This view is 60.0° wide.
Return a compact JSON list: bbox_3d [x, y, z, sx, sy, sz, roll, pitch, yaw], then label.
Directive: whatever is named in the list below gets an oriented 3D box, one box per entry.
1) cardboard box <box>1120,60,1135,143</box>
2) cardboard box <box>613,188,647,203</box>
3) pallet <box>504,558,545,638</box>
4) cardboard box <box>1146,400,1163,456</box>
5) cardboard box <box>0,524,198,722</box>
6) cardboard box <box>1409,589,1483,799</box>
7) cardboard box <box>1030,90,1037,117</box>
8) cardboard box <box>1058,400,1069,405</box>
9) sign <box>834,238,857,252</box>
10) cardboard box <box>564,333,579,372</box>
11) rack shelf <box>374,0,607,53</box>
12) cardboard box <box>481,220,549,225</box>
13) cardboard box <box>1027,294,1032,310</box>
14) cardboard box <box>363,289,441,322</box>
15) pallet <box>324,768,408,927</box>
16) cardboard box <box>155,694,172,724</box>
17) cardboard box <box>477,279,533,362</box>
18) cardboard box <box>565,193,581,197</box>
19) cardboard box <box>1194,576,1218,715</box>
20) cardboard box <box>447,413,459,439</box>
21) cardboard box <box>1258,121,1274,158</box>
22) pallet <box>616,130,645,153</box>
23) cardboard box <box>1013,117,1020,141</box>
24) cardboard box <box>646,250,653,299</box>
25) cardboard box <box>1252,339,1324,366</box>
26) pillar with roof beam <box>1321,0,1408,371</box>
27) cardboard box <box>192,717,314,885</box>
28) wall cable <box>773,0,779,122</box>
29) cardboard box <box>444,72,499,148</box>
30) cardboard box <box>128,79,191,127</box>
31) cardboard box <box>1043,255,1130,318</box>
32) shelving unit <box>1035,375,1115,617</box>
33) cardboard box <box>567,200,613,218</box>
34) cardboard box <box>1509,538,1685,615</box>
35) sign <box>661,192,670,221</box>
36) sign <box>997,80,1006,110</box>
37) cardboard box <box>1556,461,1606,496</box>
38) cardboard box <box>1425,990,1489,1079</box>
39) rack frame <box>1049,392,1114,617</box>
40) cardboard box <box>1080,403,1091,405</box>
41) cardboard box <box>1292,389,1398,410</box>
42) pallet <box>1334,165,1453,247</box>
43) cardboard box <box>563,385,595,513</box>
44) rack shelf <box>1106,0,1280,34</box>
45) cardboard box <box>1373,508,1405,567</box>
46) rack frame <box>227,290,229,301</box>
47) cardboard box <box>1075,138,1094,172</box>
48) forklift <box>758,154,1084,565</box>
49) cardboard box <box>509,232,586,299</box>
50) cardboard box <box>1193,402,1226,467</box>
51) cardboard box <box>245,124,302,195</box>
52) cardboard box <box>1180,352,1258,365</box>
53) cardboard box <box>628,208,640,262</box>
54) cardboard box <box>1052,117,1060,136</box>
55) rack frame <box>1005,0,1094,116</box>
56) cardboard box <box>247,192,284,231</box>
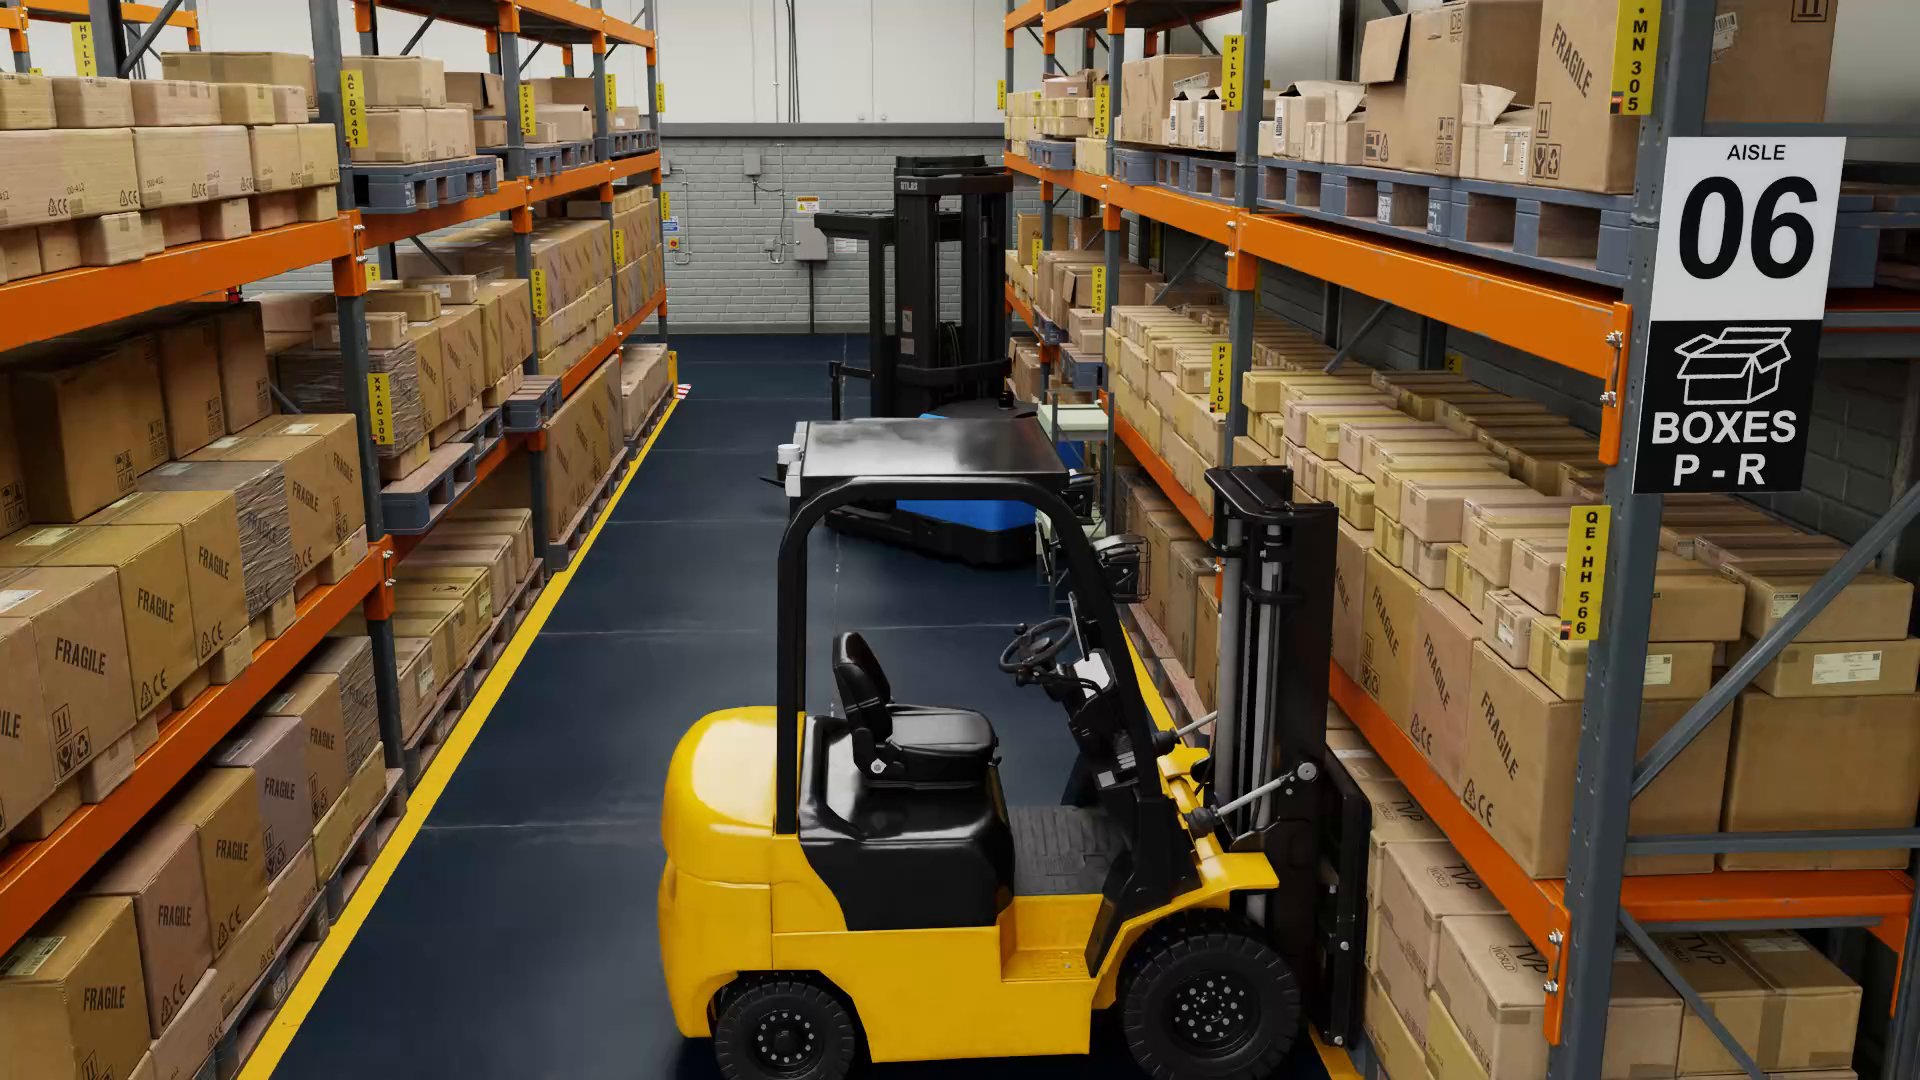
[{"bbox_3d":[1.318,-2.809,10.662,0.500,0.500,0.500,-1,14,-3],"label":"cardboard box"},{"bbox_3d":[-3.597,-3.724,17.972,0.380,0.149,0.250,-1,14,-2],"label":"cardboard box"},{"bbox_3d":[-3.391,0.382,11.118,1.003,0.211,1.213,-1,14,-3],"label":"pallet"},{"bbox_3d":[1.396,-0.671,9.917,0.500,0.250,0.500,0,14,-2],"label":"cardboard box"},{"bbox_3d":[-2.762,0.257,5.211,0.500,0.500,0.500,-1,14,-5],"label":"cardboard box"},{"bbox_3d":[1.697,0.453,5.044,0.500,0.500,0.500,0,14,-2],"label":"cardboard box"},{"bbox_3d":[0.957,-4.249,16.203,0.500,0.250,0.500,-1,14,-4],"label":"cardboard box"},{"bbox_3d":[1.117,-0.972,14.958,0.500,0.500,0.500,-1,14,-4],"label":"cardboard box"},{"bbox_3d":[-1.720,-4.564,24.934,0.329,0.494,0.001,-1,14,-3],"label":"sign"},{"bbox_3d":[-3.293,-1.474,13.036,0.500,0.250,0.500,0,14,-2],"label":"cardboard box"},{"bbox_3d":[-3.561,-4.024,12.851,1.077,0.370,4.000,-1,14,-3],"label":"rack shelf"},{"bbox_3d":[-3.945,-2.576,14.813,0.500,0.500,0.500,-1,14,-3],"label":"cardboard box"},{"bbox_3d":[0.886,-2.446,17.019,0.380,0.149,0.250,-1,14,-4],"label":"cardboard box"},{"bbox_3d":[-3.036,-1.269,8.997,0.380,0.149,0.250,0,14,0],"label":"cardboard box"},{"bbox_3d":[-3.113,1.349,7.360,1.003,0.211,1.213,-1,14,-3],"label":"pallet"},{"bbox_3d":[-2.817,0.538,5.418,0.380,0.149,0.250,0,14,-2],"label":"cardboard box"},{"bbox_3d":[-3.132,-1.450,11.002,0.500,0.500,0.500,-1,14,-5],"label":"cardboard box"},{"bbox_3d":[-4.068,-3.456,16.929,0.380,0.149,0.250,-1,14,-3],"label":"cardboard box"},{"bbox_3d":[1.721,0.571,8.708,0.875,0.625,0.625,0,14,-1],"label":"cardboard box"},{"bbox_3d":[-2.997,-0.650,9.193,0.380,0.149,0.250,-1,14,-3],"label":"cardboard box"},{"bbox_3d":[1.489,-1.712,7.102,0.380,0.149,0.250,-1,14,-2],"label":"cardboard box"},{"bbox_3d":[-3.798,-4.074,16.998,1.003,0.211,1.213,-1,14,-3],"label":"pallet"},{"bbox_3d":[0.847,-4.386,17.737,0.500,0.250,0.500,-1,14,-5],"label":"cardboard box"},{"bbox_3d":[-3.581,-2.832,17.813,0.500,0.500,0.500,0,14,-2],"label":"cardboard box"},{"bbox_3d":[1.909,-1.079,9.697,0.380,0.149,0.250,-1,14,-3],"label":"cardboard box"},{"bbox_3d":[-1.800,-3.769,9.616,9.100,9.000,0.400,-1,14,-3],"label":"pillar with roof beam"},{"bbox_3d":[-2.819,0.993,6.316,0.500,0.500,0.500,0,14,0],"label":"cardboard box"},{"bbox_3d":[-3.816,-7.479,24.035,2.355,3.000,0.029,-1,14,-3],"label":"wall cable"},{"bbox_3d":[-3.611,-2.960,11.442,0.797,0.503,0.637,-2,15,-7],"label":"cardboard box"},{"bbox_3d":[-2.761,-1.426,5.432,0.380,0.149,0.250,-1,14,-3],"label":"cardboard box"},{"bbox_3d":[1.107,-2.234,14.648,0.700,0.500,0.500,-1,14,-3],"label":"cardboard box"},{"bbox_3d":[0.767,-0.311,11.225,0.431,1.500,0.755,-1,14,-4],"label":"shelving unit"},{"bbox_3d":[-3.446,-3.087,15.495,0.380,0.149,0.250,-1,14,-4],"label":"cardboard box"},{"bbox_3d":[1.733,0.096,4.535,0.380,0.149,0.250,-1,14,-3],"label":"cardboard box"},{"bbox_3d":[-3.391,-3.833,19.104,0.100,0.325,0.005,-1,14,-3],"label":"sign"},{"bbox_3d":[0.479,-5.098,19.045,0.100,0.325,0.005,-1,14,-3],"label":"sign"},{"bbox_3d":[2.232,-0.169,5.564,0.380,0.149,0.250,-1,14,-5],"label":"cardboard box"},{"bbox_3d":[1.670,1.519,4.774,0.500,0.250,0.500,-1,14,-4],"label":"cardboard box"},{"bbox_3d":[0.793,-0.220,10.871,0.400,1.500,0.023,-1,14,-4],"label":"rack frame"},{"bbox_3d":[1.215,-1.058,13.992,0.380,0.149,0.250,-1,14,-3],"label":"cardboard box"},{"bbox_3d":[1.619,-0.541,7.012,0.380,0.149,0.250,-1,14,-4],"label":"cardboard box"},{"bbox_3d":[1.915,-1.141,5.599,1.003,0.211,1.213,-1,14,-3],"label":"pallet"},{"bbox_3d":[-3.448,-0.732,13.274,0.875,0.875,0.875,-1,14,-3],"label":"cardboard box"},{"bbox_3d":[1.640,-3.106,9.286,1.077,0.370,4.000,-1,14,-3],"label":"rack shelf"},{"bbox_3d":[1.607,-0.014,5.558,0.380,0.149,0.250,-1,14,-3],"label":"cardboard box"},{"bbox_3d":[-8.867,-3.051,18.864,1.000,3.000,0.127,-1,14,-3],"label":"rack frame"},{"bbox_3d":[1.179,-2.994,12.923,0.500,0.250,0.500,-1,14,-3],"label":"cardboard box"},{"bbox_3d":[-0.435,-1.531,13.095,1.130,2.935,3.031,-14,20,-42],"label":"forklift"},{"bbox_3d":[-3.309,-2.200,13.348,0.500,0.500,0.500,-1,14,-3],"label":"cardboard box"},{"bbox_3d":[1.479,-0.533,8.377,0.500,0.250,0.500,-1,14,-5],"label":"cardboard box"},{"bbox_3d":[-2.861,-1.461,6.369,0.500,0.250,0.500,-1,14,-4],"label":"cardboard box"},{"bbox_3d":[1.423,-0.945,9.176,0.380,0.149,0.250,-1,14,-5],"label":"cardboard box"},{"bbox_3d":[-3.519,-3.066,16.715,0.500,0.500,0.500,-1,14,-2],"label":"cardboard box"},{"bbox_3d":[0.963,-3.420,13.741,0.380,0.149,0.250,-1,14,-2],"label":"cardboard box"},{"bbox_3d":[1.021,-6.135,18.813,1.000,3.000,0.127,-1,14,-3],"label":"rack frame"},{"bbox_3d":[-2.898,-1.298,6.535,0.380,0.149,0.250,-1,14,-3],"label":"cardboard box"}]
